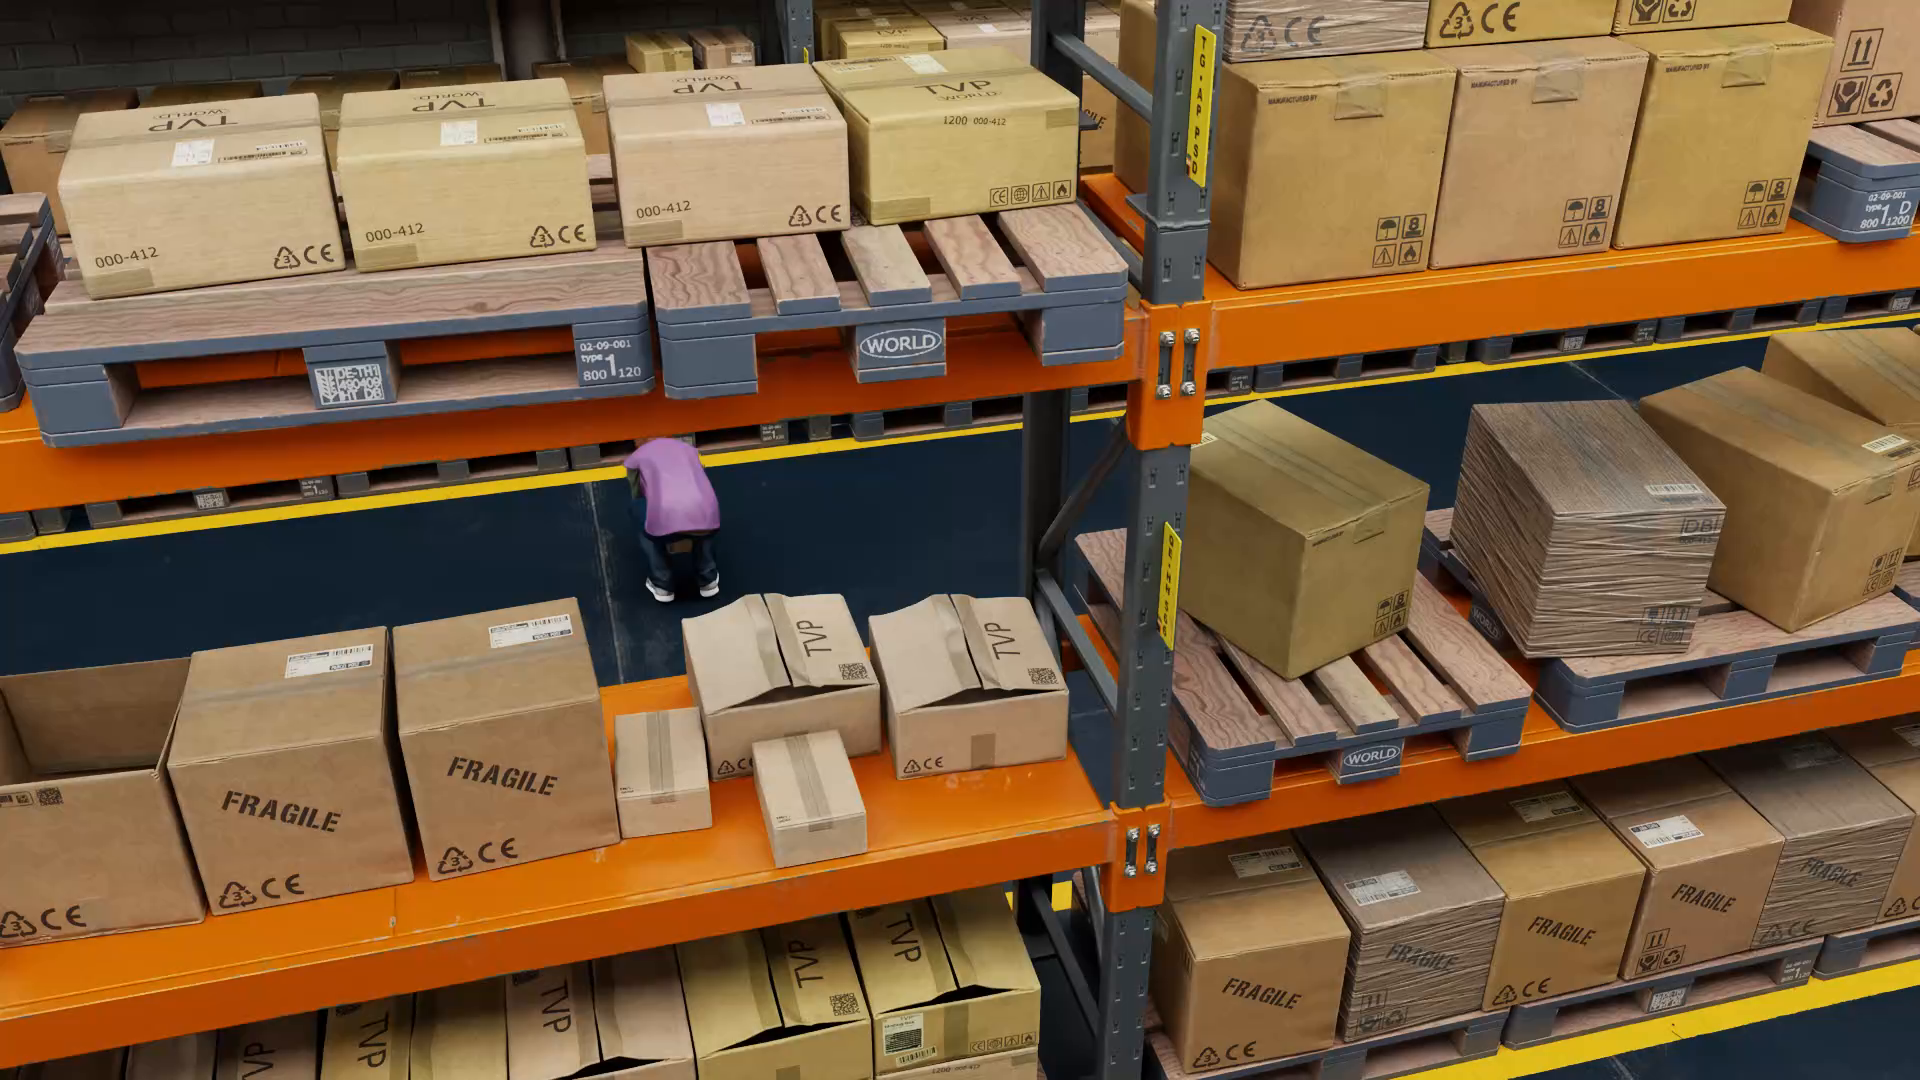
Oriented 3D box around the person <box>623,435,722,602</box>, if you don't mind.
[{"bbox_3d":[-1.379,-0.121,8.019,0.420,0.699,0.866,-9,32,-14],"label":"person"}]
